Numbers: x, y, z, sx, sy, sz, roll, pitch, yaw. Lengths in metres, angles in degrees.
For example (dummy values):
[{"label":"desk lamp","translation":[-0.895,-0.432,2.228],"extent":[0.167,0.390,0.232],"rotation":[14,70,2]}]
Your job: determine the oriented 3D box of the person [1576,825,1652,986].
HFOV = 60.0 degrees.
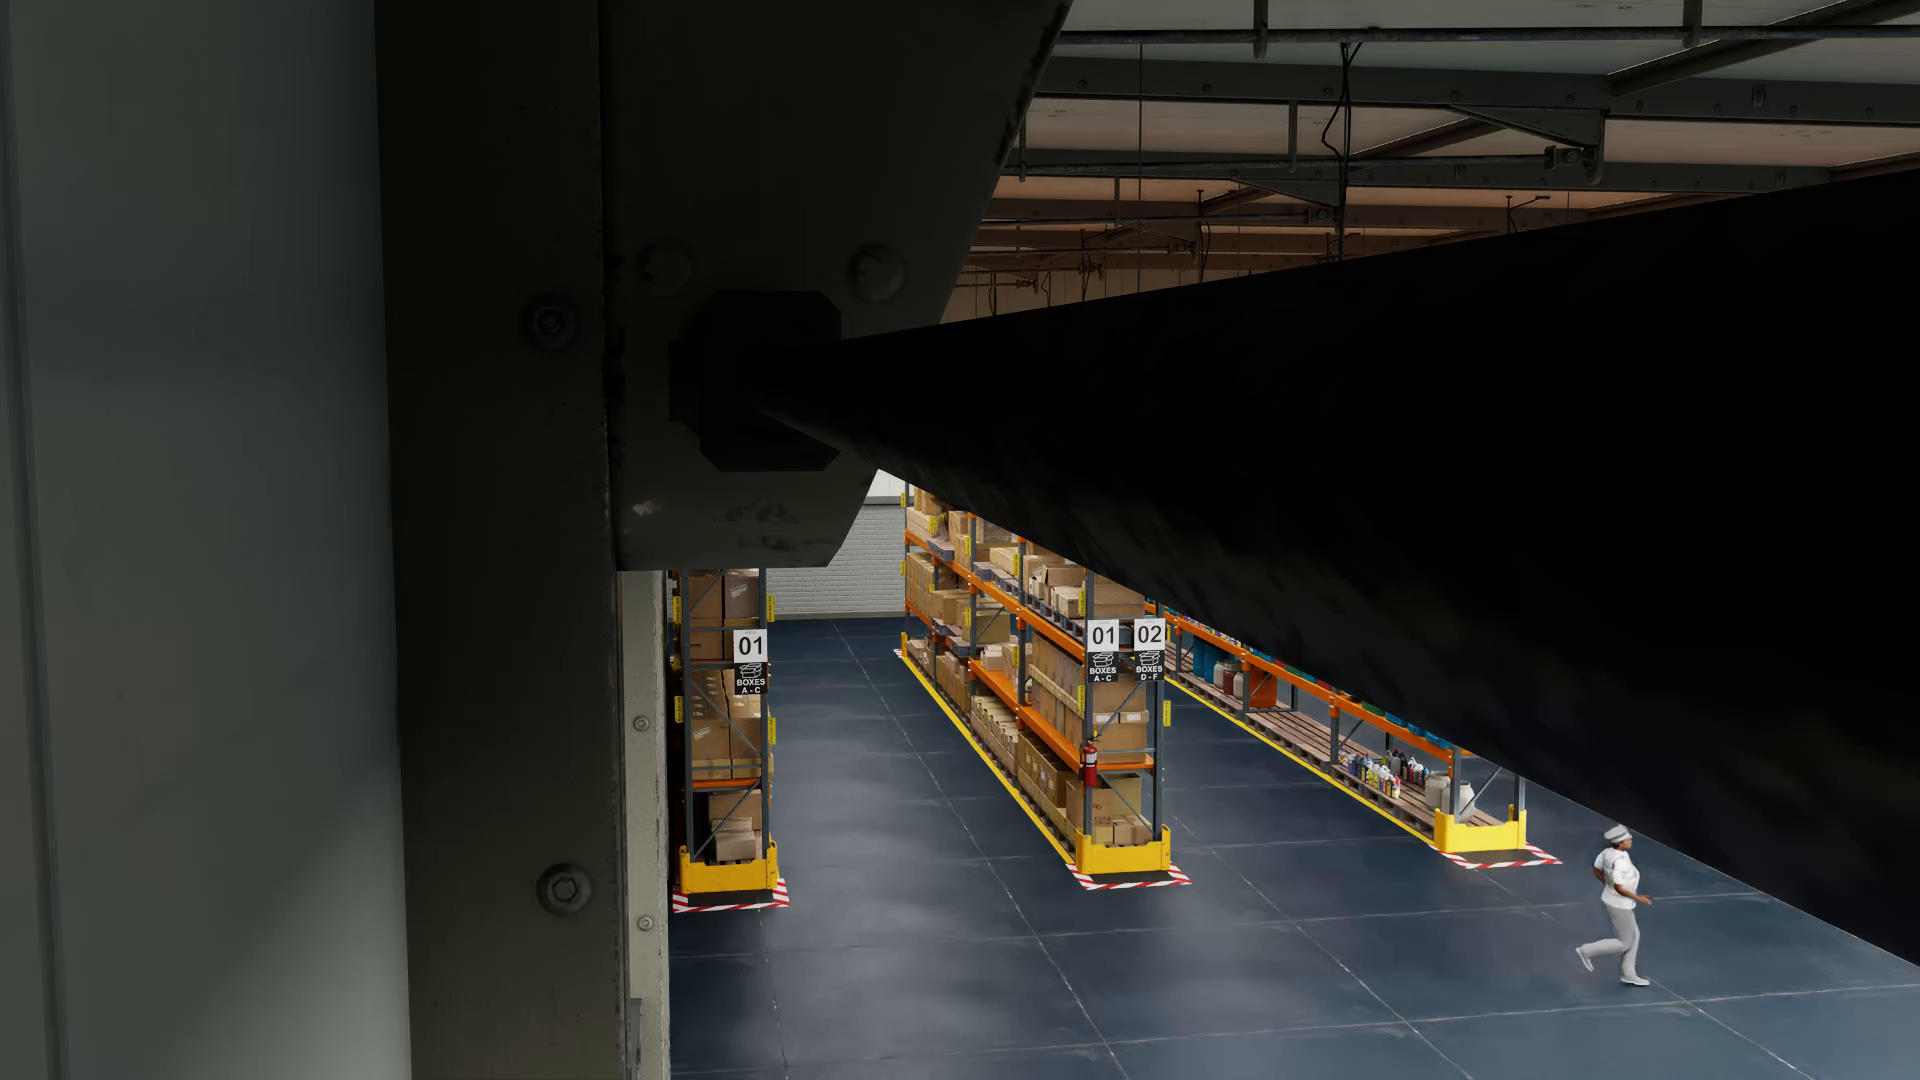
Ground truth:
[{"label":"person","translation":[6.711,3.742,17.068],"extent":[0.764,1.682,0.579],"rotation":[1,6,6]}]
